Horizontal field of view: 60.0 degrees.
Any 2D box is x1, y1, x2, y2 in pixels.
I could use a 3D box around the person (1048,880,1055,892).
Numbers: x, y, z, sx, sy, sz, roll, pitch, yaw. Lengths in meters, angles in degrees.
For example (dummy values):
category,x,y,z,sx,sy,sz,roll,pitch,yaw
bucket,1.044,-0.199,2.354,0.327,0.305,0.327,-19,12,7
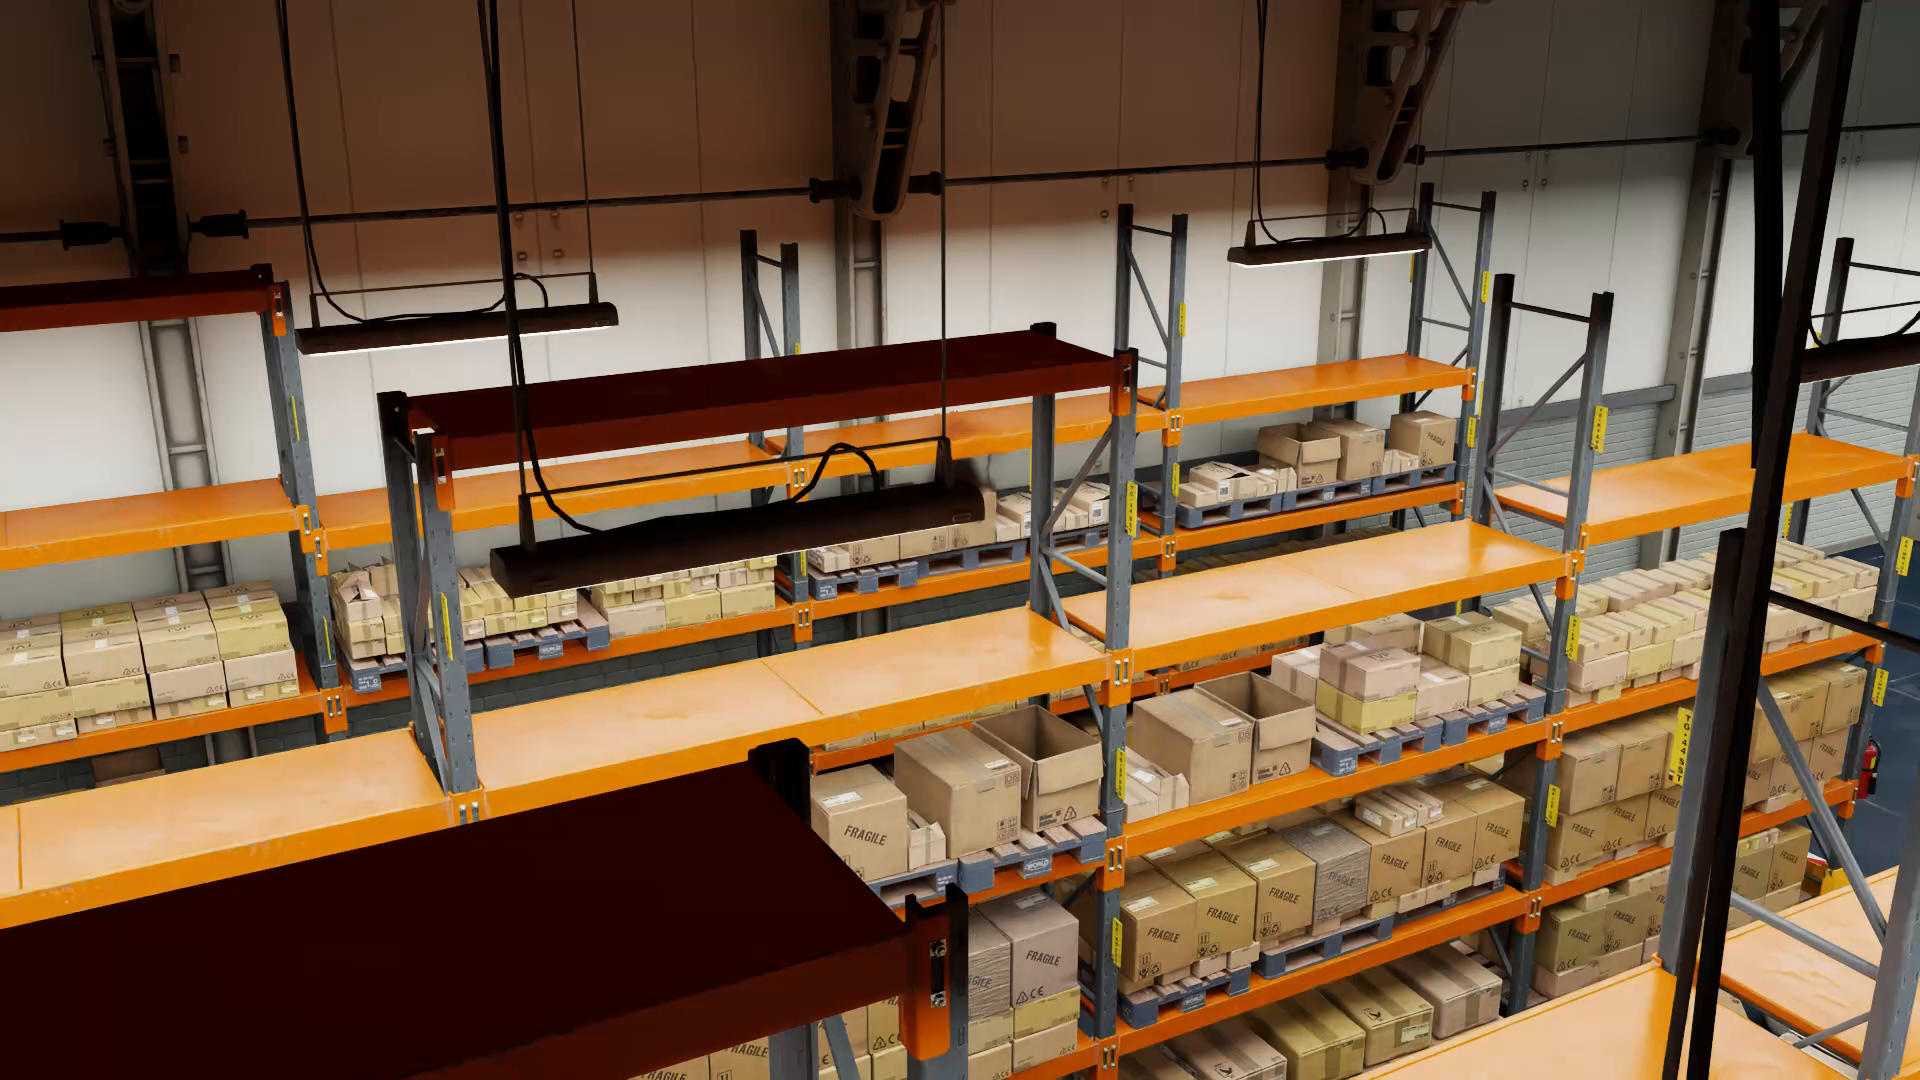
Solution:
category,x,y,z,sx,sy,sz,roll,pitch,yaw
person,0.980,2.719,13.654,0.493,1.709,0.648,11,21,31
